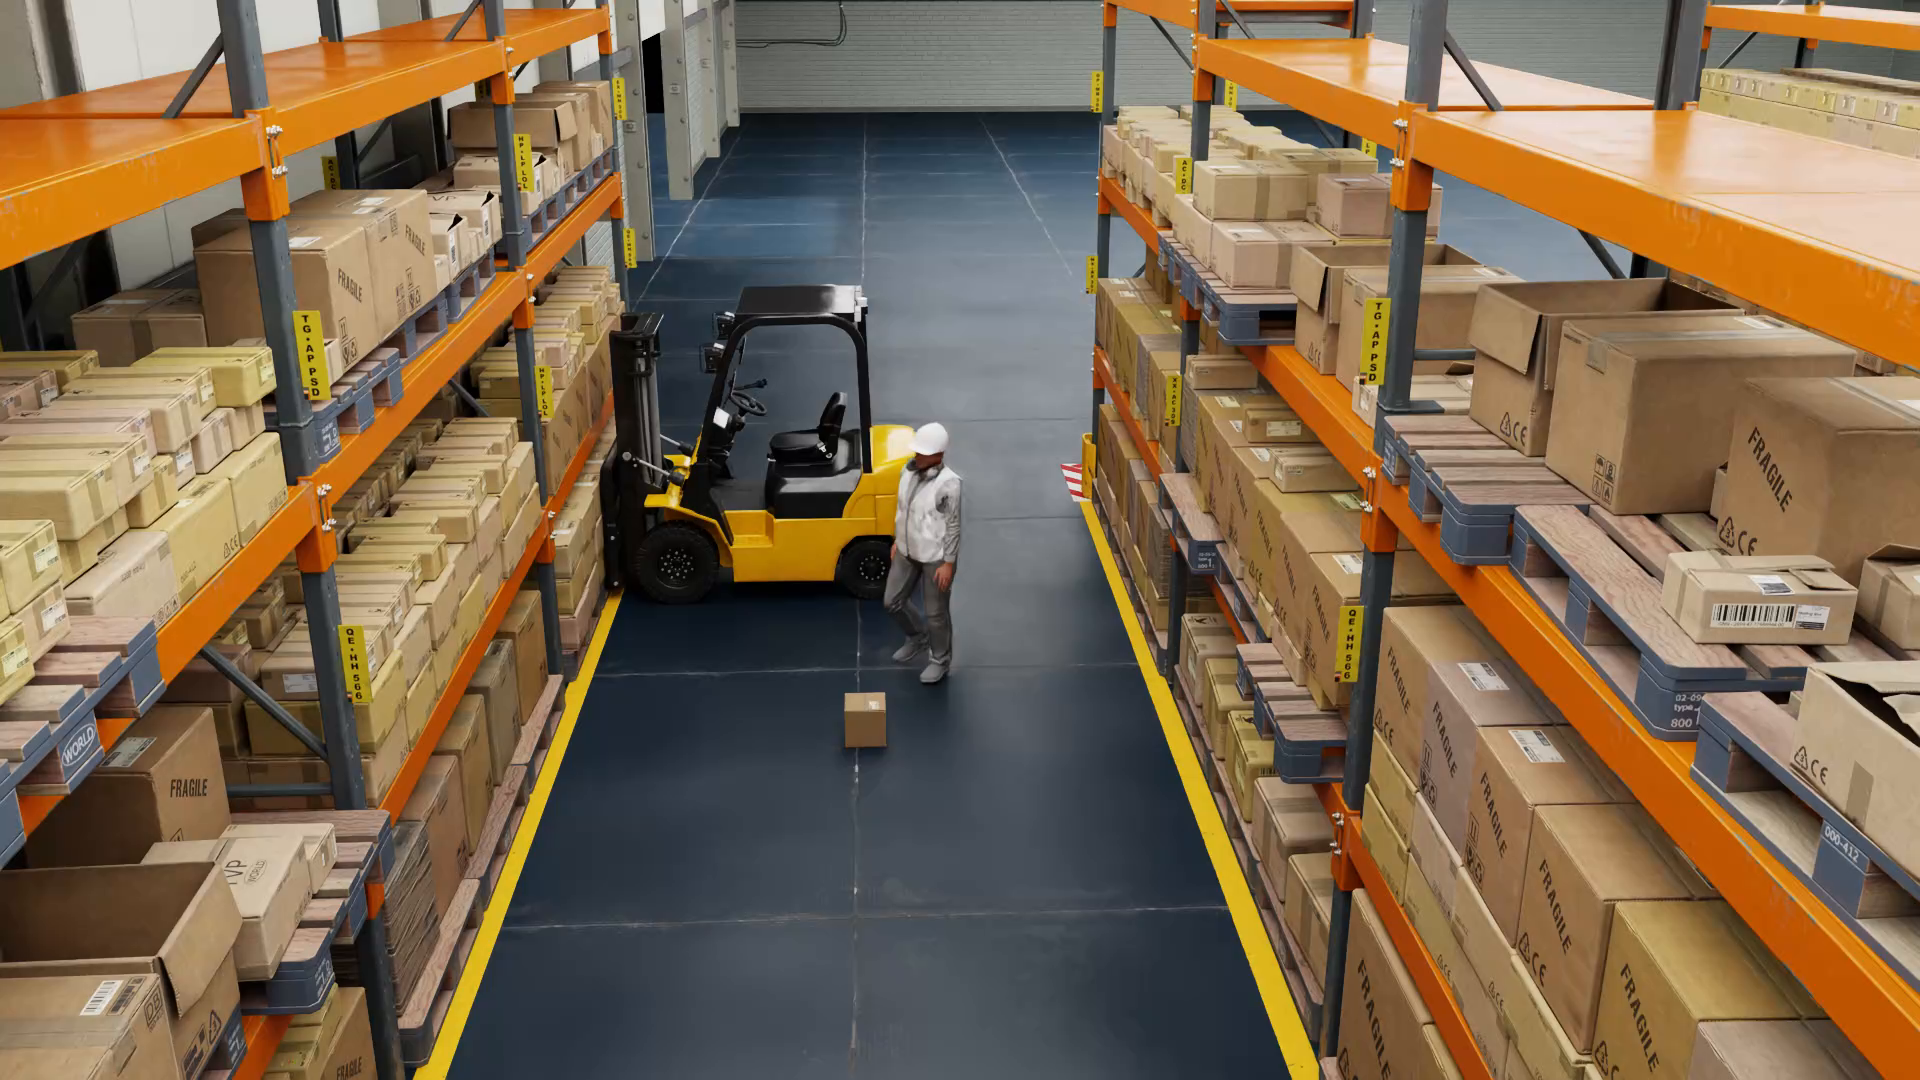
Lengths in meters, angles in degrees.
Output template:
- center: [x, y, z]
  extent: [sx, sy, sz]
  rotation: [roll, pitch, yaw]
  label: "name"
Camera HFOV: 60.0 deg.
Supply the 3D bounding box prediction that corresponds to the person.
- center: [-0.227, 0.068, 10.802]
  extent: [0.620, 1.766, 0.412]
  rotation: [19, 27, 41]
  label: "person"
